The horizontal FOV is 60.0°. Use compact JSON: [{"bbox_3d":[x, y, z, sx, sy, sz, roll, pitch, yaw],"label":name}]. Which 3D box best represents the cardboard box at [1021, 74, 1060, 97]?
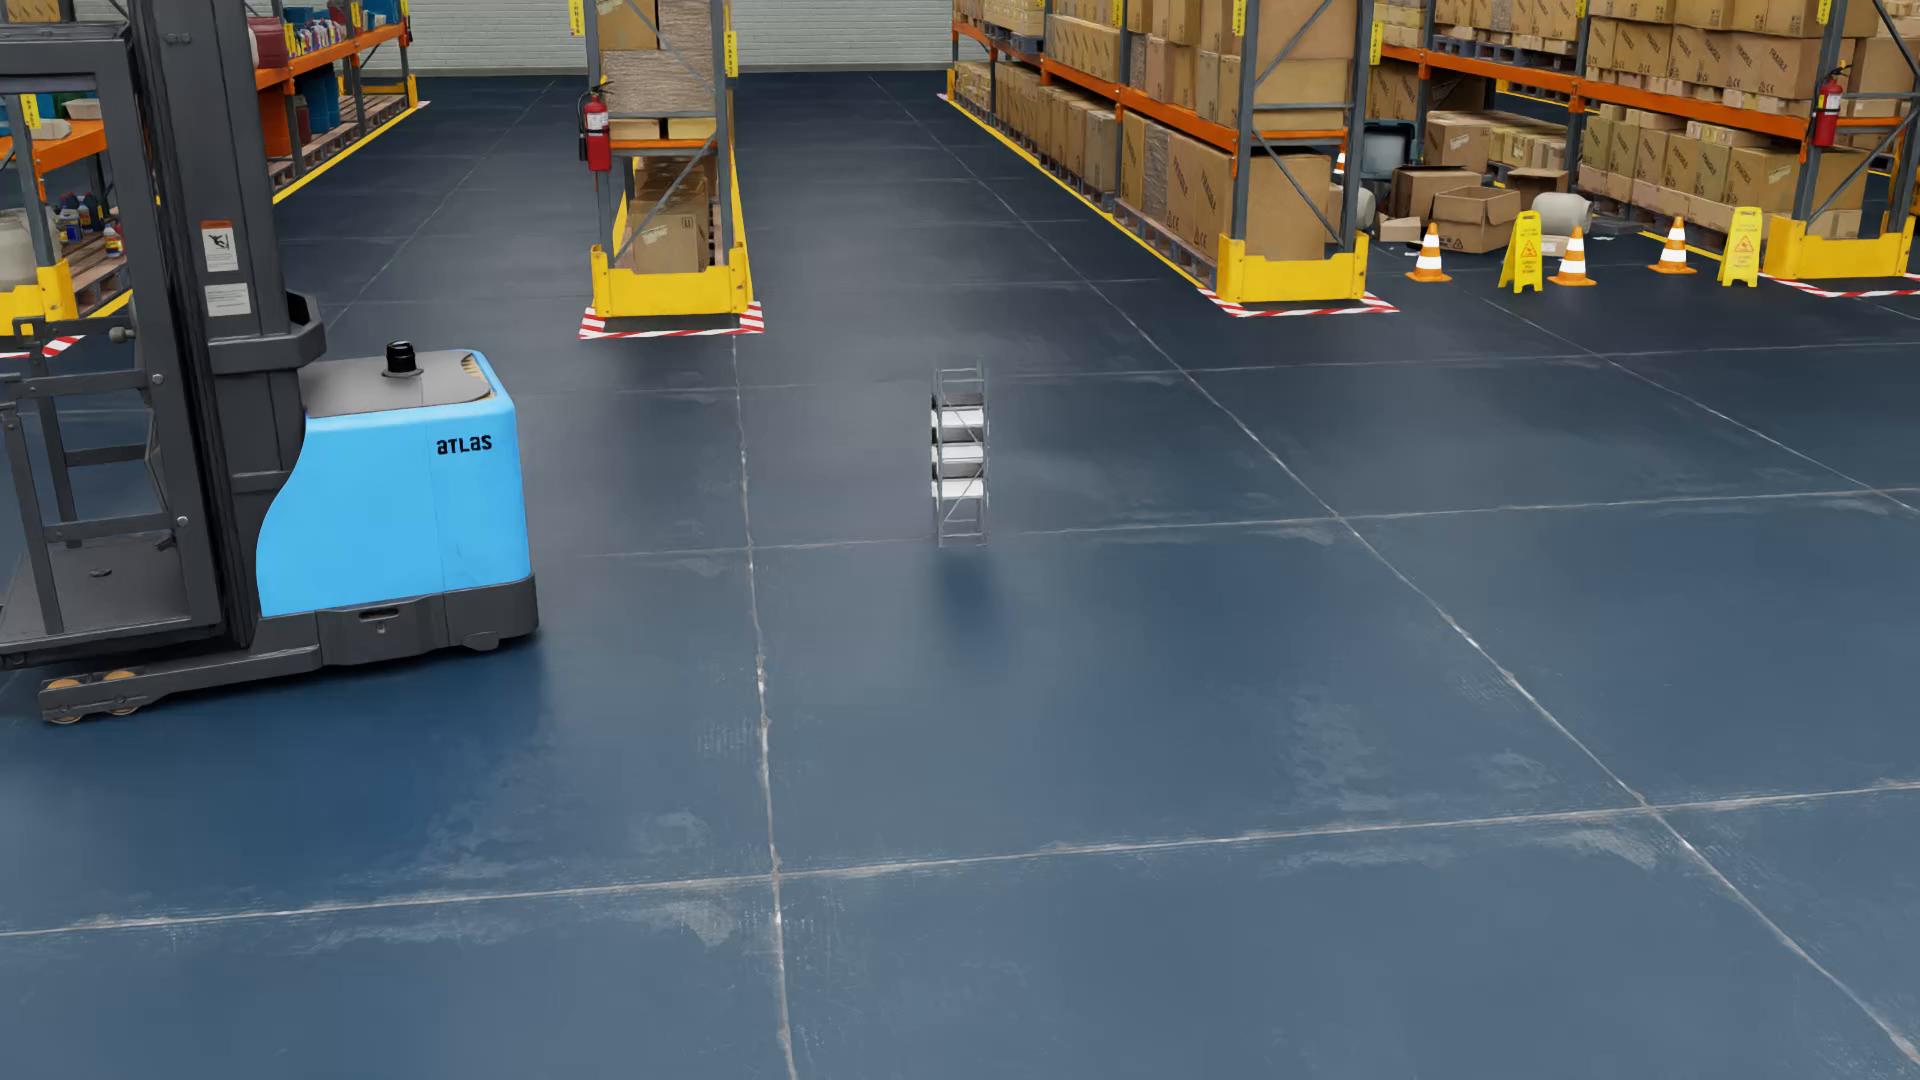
[{"bbox_3d":[1.083,-5.940,21.735,0.500,0.250,0.500,-3,21,-7],"label":"cardboard box"}]

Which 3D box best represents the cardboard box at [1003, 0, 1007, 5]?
[{"bbox_3d":[0.779,-7.208,22.136,0.380,0.149,0.250,-2,21,-6],"label":"cardboard box"}]

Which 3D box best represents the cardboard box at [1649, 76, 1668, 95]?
[{"bbox_3d":[6.888,-4.379,16.012,0.380,0.149,0.250,-3,21,-7],"label":"cardboard box"}]

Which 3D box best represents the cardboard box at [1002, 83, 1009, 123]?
[{"bbox_3d":[0.870,-6.124,23.298,0.500,0.500,0.500,-2,21,-5],"label":"cardboard box"}]

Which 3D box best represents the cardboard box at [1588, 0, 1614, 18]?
[{"bbox_3d":[6.834,-5.557,16.809,0.700,0.500,0.500,-3,21,-8],"label":"cardboard box"}]

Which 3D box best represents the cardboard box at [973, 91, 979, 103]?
[{"bbox_3d":[0.405,-6.889,25.847,0.380,0.149,0.250,-3,21,-8],"label":"cardboard box"}]

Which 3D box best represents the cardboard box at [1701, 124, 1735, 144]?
[{"bbox_3d":[7.035,-3.719,15.218,0.380,0.149,0.250,-3,21,-7],"label":"cardboard box"}]

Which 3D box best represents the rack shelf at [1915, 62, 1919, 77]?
[{"bbox_3d":[11.608,-5.672,20.145,1.077,0.370,4.000,-3,21,-8],"label":"rack shelf"}]

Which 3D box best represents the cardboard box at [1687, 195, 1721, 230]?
[{"bbox_3d":[7.112,-3.035,15.385,0.500,0.250,0.500,-3,21,-8],"label":"cardboard box"}]

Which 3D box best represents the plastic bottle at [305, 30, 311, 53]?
[{"bbox_3d":[-8.198,-6.248,20.841,0.097,0.271,0.097,0,20,0],"label":"plastic bottle"}]

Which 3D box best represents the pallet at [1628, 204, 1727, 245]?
[{"bbox_3d":[7.296,-3.105,16.228,1.003,0.211,1.213,-3,21,-8],"label":"pallet"}]

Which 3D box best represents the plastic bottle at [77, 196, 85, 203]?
[{"bbox_3d":[-8.037,-3.003,15.233,0.152,0.276,0.135,-2,21,-6],"label":"plastic bottle"}]

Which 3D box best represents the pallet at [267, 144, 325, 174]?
[{"bbox_3d":[-8.454,-4.665,20.405,1.003,0.211,1.213,-3,21,-8],"label":"pallet"}]

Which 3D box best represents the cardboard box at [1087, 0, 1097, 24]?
[{"bbox_3d":[1.804,-5.995,18.409,0.700,0.500,0.500,-3,21,-8],"label":"cardboard box"}]

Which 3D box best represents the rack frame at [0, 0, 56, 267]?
[{"bbox_3d":[-7.146,-2.931,11.776,1.000,3.000,0.127,-3,21,-8],"label":"rack frame"}]

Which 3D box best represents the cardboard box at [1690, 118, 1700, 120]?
[{"bbox_3d":[7.336,-4.134,17.255,0.500,0.500,0.500,-3,21,-9],"label":"cardboard box"}]

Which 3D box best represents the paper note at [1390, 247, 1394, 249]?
[{"bbox_3d":[4.015,-2.714,15.469,0.032,0.001,0.123,8,22,20],"label":"paper note"}]

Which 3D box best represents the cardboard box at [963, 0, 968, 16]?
[{"bbox_3d":[0.323,-8.598,26.381,0.500,0.500,0.500,-3,21,-7],"label":"cardboard box"}]

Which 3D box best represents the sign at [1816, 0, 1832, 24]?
[{"bbox_3d":[7.009,-4.350,13.469,0.100,0.325,0.005,-3,21,-8],"label":"sign"}]

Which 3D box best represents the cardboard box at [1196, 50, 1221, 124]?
[{"bbox_3d":[2.478,-3.782,13.839,0.875,0.550,0.550,-3,21,-8],"label":"cardboard box"}]

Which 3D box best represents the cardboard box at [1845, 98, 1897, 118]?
[{"bbox_3d":[7.717,-3.691,14.170,0.380,0.149,0.250,-3,21,-8],"label":"cardboard box"}]

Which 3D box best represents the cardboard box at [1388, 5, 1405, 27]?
[{"bbox_3d":[6.009,-6.946,22.027,0.500,0.250,0.500,-3,21,-9],"label":"cardboard box"}]

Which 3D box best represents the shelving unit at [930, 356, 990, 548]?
[{"bbox_3d":[-0.001,-0.424,8.066,0.258,0.900,0.210,-3,21,-8],"label":"shelving unit"}]

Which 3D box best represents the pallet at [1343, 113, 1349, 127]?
[{"bbox_3d":[6.017,-6.266,24.690,1.003,0.211,1.213,-3,21,-8],"label":"pallet"}]

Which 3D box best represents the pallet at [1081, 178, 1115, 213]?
[{"bbox_3d":[1.915,-3.738,17.922,1.003,0.211,1.213,-3,21,-8],"label":"pallet"}]

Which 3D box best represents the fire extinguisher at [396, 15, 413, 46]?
[{"bbox_3d":[-9.025,-8.335,26.888,0.296,0.674,0.183,-3,21,-8],"label":"fire extinguisher"}]

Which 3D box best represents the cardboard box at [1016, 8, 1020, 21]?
[{"bbox_3d":[0.922,-6.715,21.243,0.380,0.149,0.250,-2,21,-6],"label":"cardboard box"}]

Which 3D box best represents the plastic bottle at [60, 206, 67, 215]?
[{"bbox_3d":[-7.932,-2.829,14.774,0.097,0.271,0.097,0,20,0],"label":"plastic bottle"}]

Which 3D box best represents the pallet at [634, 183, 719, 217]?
[{"bbox_3d":[-2.935,-3.529,17.362,1.003,0.211,1.213,-3,21,-8],"label":"pallet"}]

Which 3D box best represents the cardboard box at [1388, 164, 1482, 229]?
[{"bbox_3d":[4.660,-3.378,16.348,0.797,0.637,0.503,-3,21,-8],"label":"cardboard box"}]

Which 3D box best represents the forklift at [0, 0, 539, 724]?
[{"bbox_3d":[-3.348,-0.882,6.388,3.031,2.935,1.130,-8,22,-21],"label":"forklift"}]

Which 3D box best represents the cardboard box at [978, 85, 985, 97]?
[{"bbox_3d":[0.480,-6.829,25.263,0.380,0.149,0.250,-4,21,-10],"label":"cardboard box"}]

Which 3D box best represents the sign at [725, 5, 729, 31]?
[{"bbox_3d":[-2.286,-5.001,16.082,0.100,0.325,0.005,-3,21,-8],"label":"sign"}]

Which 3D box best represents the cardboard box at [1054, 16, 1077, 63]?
[{"bbox_3d":[1.398,-5.867,19.496,0.500,0.500,0.500,-3,21,-8],"label":"cardboard box"}]

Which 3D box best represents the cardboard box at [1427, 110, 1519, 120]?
[{"bbox_3d":[6.480,-5.220,21.060,0.950,0.372,0.625,-4,21,-11],"label":"cardboard box"}]

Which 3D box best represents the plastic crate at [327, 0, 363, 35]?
[{"bbox_3d":[-8.757,-7.465,23.740,0.402,0.464,0.583,-3,21,-8],"label":"plastic crate"}]

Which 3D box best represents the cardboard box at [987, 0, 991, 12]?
[{"bbox_3d":[0.589,-7.520,23.396,0.380,0.149,0.250,-3,21,-9],"label":"cardboard box"}]

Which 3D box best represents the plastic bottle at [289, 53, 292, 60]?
[{"bbox_3d":[-8.046,-5.849,19.873,0.097,0.201,0.097,0,20,0],"label":"plastic bottle"}]

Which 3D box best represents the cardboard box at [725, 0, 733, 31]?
[{"bbox_3d":[-2.798,-5.325,16.730,1.000,1.000,1.000,-3,21,-7],"label":"cardboard box"}]

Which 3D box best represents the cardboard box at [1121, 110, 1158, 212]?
[{"bbox_3d":[2.122,-3.761,16.435,0.875,0.875,0.875,-3,21,-7],"label":"cardboard box"}]

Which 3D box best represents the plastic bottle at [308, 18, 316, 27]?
[{"bbox_3d":[-8.536,-6.689,21.910,0.144,0.351,0.185,-3,21,-8],"label":"plastic bottle"}]

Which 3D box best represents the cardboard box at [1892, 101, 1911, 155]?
[{"bbox_3d":[11.706,-4.850,19.709,0.875,0.625,0.625,-3,21,-8],"label":"cardboard box"}]

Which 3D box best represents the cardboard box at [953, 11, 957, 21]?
[{"bbox_3d":[0.094,-8.689,27.552,0.380,0.149,0.250,-3,21,-8],"label":"cardboard box"}]

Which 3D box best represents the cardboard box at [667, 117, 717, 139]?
[{"bbox_3d":[-2.050,-3.174,12.785,0.380,0.149,0.250,-3,21,-8],"label":"cardboard box"}]

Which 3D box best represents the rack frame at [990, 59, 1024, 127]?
[{"bbox_3d":[0.948,-7.551,24.145,1.000,3.000,0.127,-3,21,-8],"label":"rack frame"}]

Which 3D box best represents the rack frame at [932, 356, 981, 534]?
[{"bbox_3d":[-0.016,-0.460,8.160,0.240,0.900,0.006,-3,21,-8],"label":"rack frame"}]

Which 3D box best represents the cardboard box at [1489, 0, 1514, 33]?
[{"bbox_3d":[6.474,-6.129,19.169,0.500,0.500,0.500,-4,21,-10],"label":"cardboard box"}]

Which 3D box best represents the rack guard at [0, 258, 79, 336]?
[{"bbox_3d":[-7.204,-1.784,12.277,1.175,0.500,0.348,-3,21,-8],"label":"rack guard"}]

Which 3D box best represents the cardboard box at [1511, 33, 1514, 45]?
[{"bbox_3d":[6.568,-5.759,19.107,0.380,0.149,0.250,-4,21,-10],"label":"cardboard box"}]

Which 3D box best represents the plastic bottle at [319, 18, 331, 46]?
[{"bbox_3d":[-8.393,-6.697,21.929,0.144,0.351,0.185,-3,21,-8],"label":"plastic bottle"}]

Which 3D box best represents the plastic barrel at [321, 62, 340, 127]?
[{"bbox_3d":[-8.815,-6.110,22.687,0.600,0.901,0.708,-3,21,-8],"label":"plastic barrel"}]

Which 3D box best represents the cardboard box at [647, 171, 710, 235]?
[{"bbox_3d":[-2.546,-3.042,15.046,0.500,0.500,0.500,-5,21,-13],"label":"cardboard box"}]

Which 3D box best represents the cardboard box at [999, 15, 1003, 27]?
[{"bbox_3d":[0.743,-7.018,22.478,0.380,0.149,0.250,-3,21,-9],"label":"cardboard box"}]
